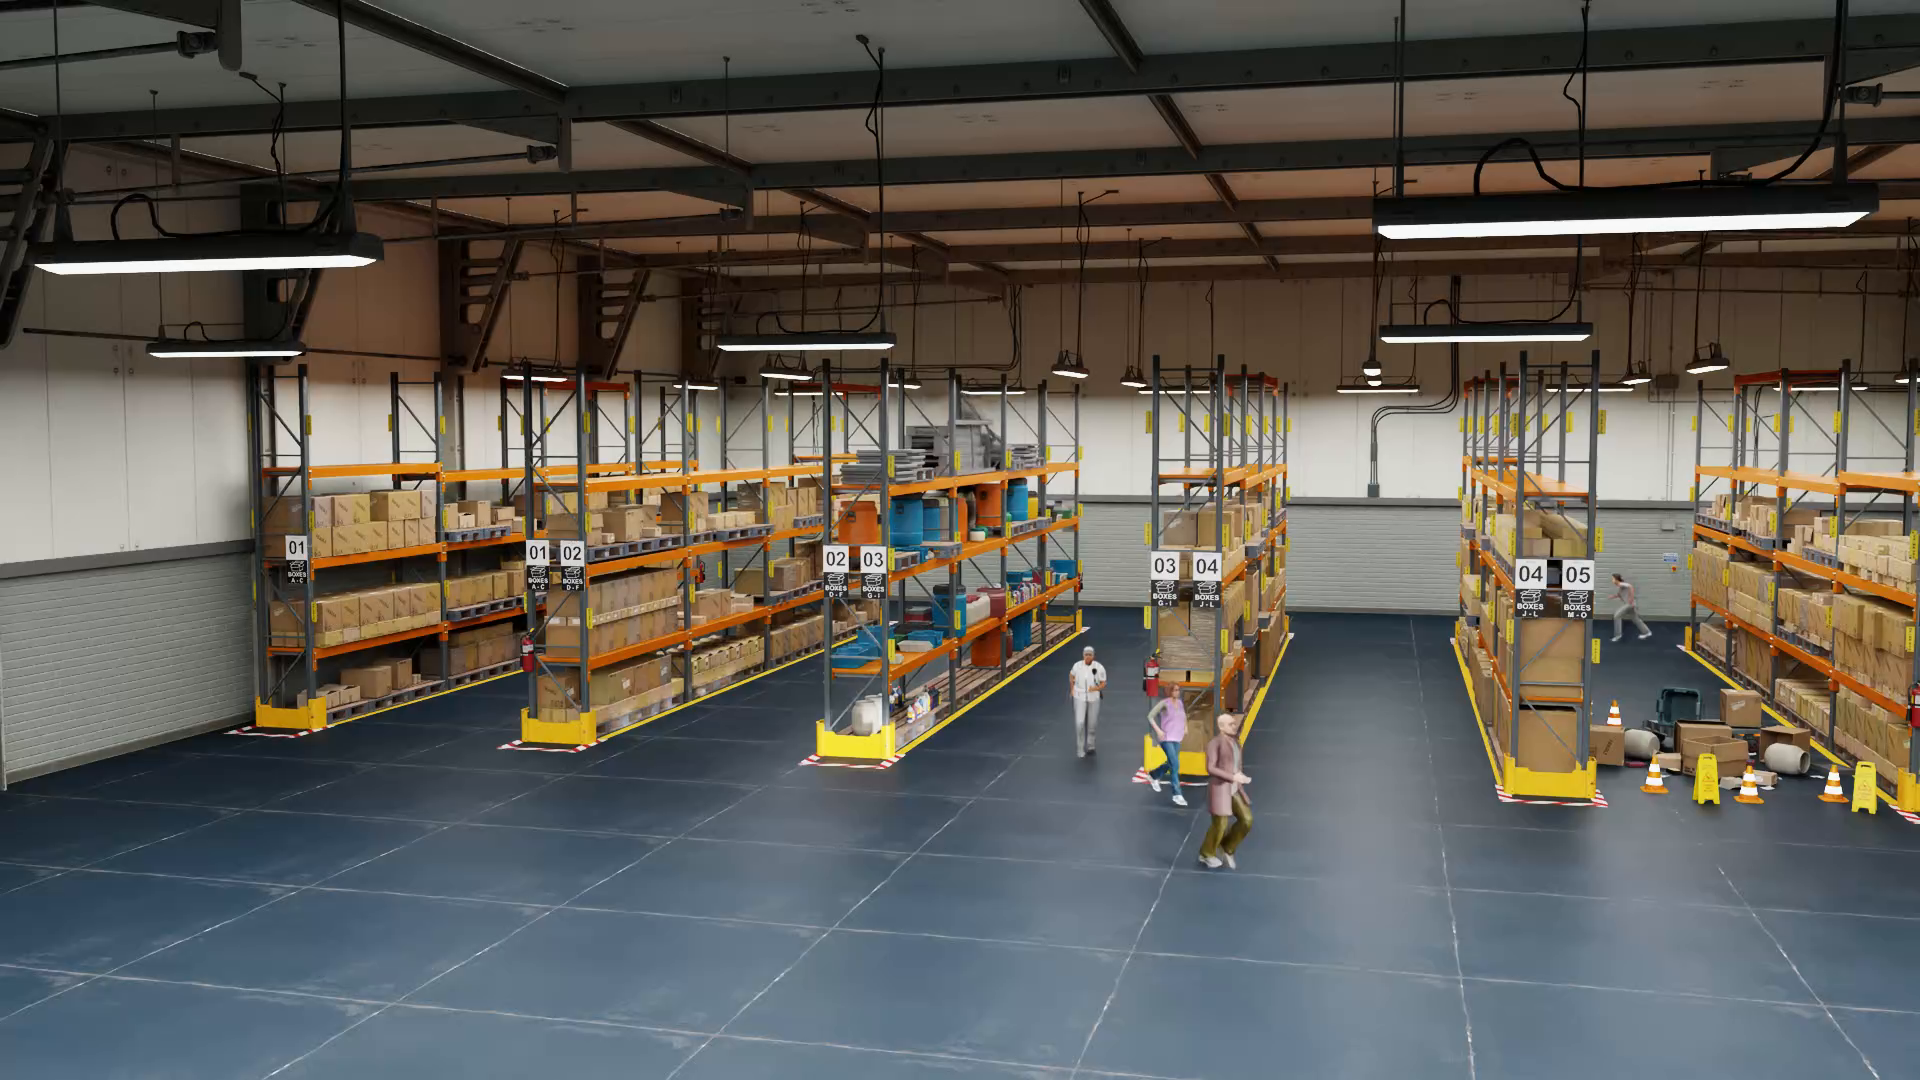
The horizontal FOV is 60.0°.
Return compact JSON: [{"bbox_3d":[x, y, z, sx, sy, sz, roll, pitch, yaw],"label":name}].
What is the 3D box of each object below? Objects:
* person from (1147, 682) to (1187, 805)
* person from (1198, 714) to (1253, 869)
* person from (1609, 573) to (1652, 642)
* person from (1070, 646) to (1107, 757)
[{"bbox_3d":[2.787,2.678,22.185,0.558,1.596,0.795,-3,5,-40],"label":"person"},{"bbox_3d":[3.016,2.845,18.688,0.732,1.798,0.744,-4,5,-42],"label":"person"},{"bbox_3d":[15.526,1.583,38.460,0.963,1.621,0.604,1,4,10],"label":"person"},{"bbox_3d":[1.937,2.451,25.208,0.566,1.705,0.771,0,4,6],"label":"person"}]
